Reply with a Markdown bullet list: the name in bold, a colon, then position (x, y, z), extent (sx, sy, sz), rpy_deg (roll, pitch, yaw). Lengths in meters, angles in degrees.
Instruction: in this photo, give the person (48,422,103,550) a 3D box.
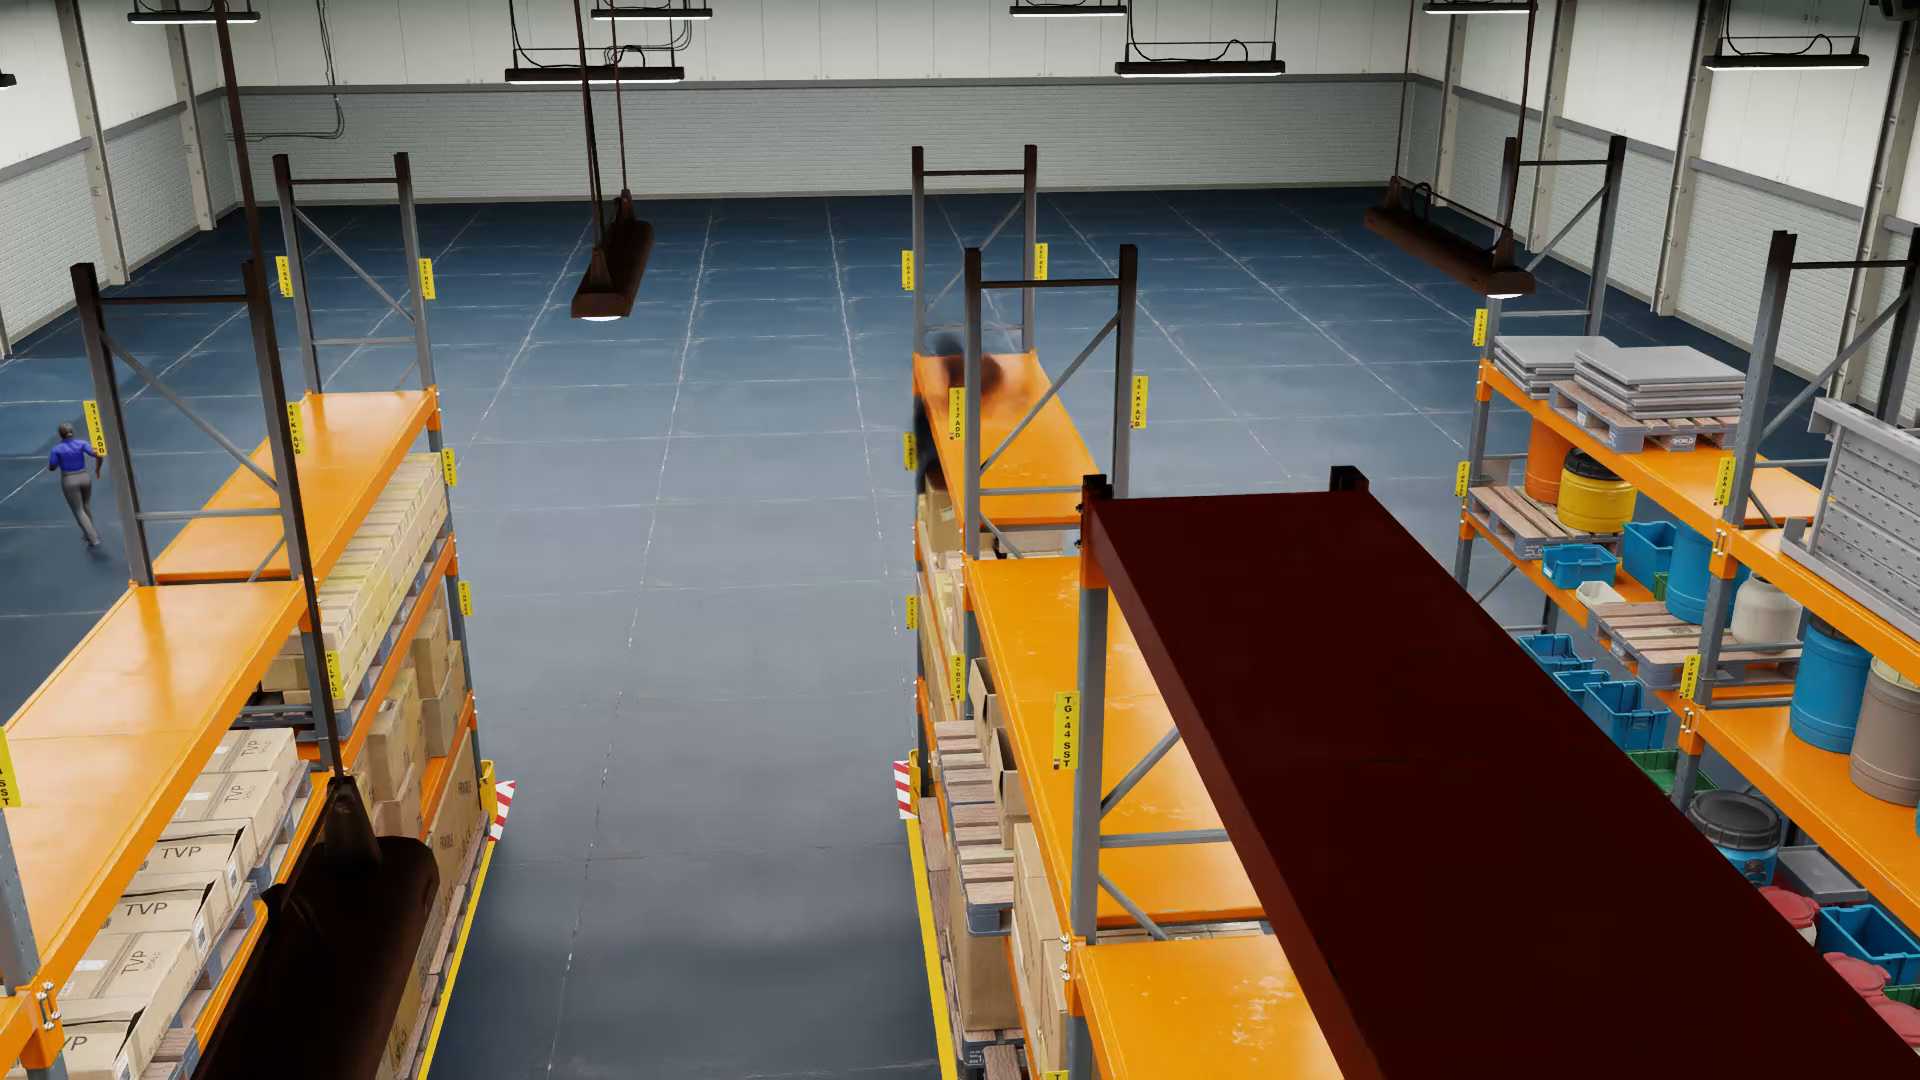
- **person**: position (-11.176, -0.628, 21.109), extent (0.803, 1.606, 0.555), rpy_deg (17, 27, 36)
